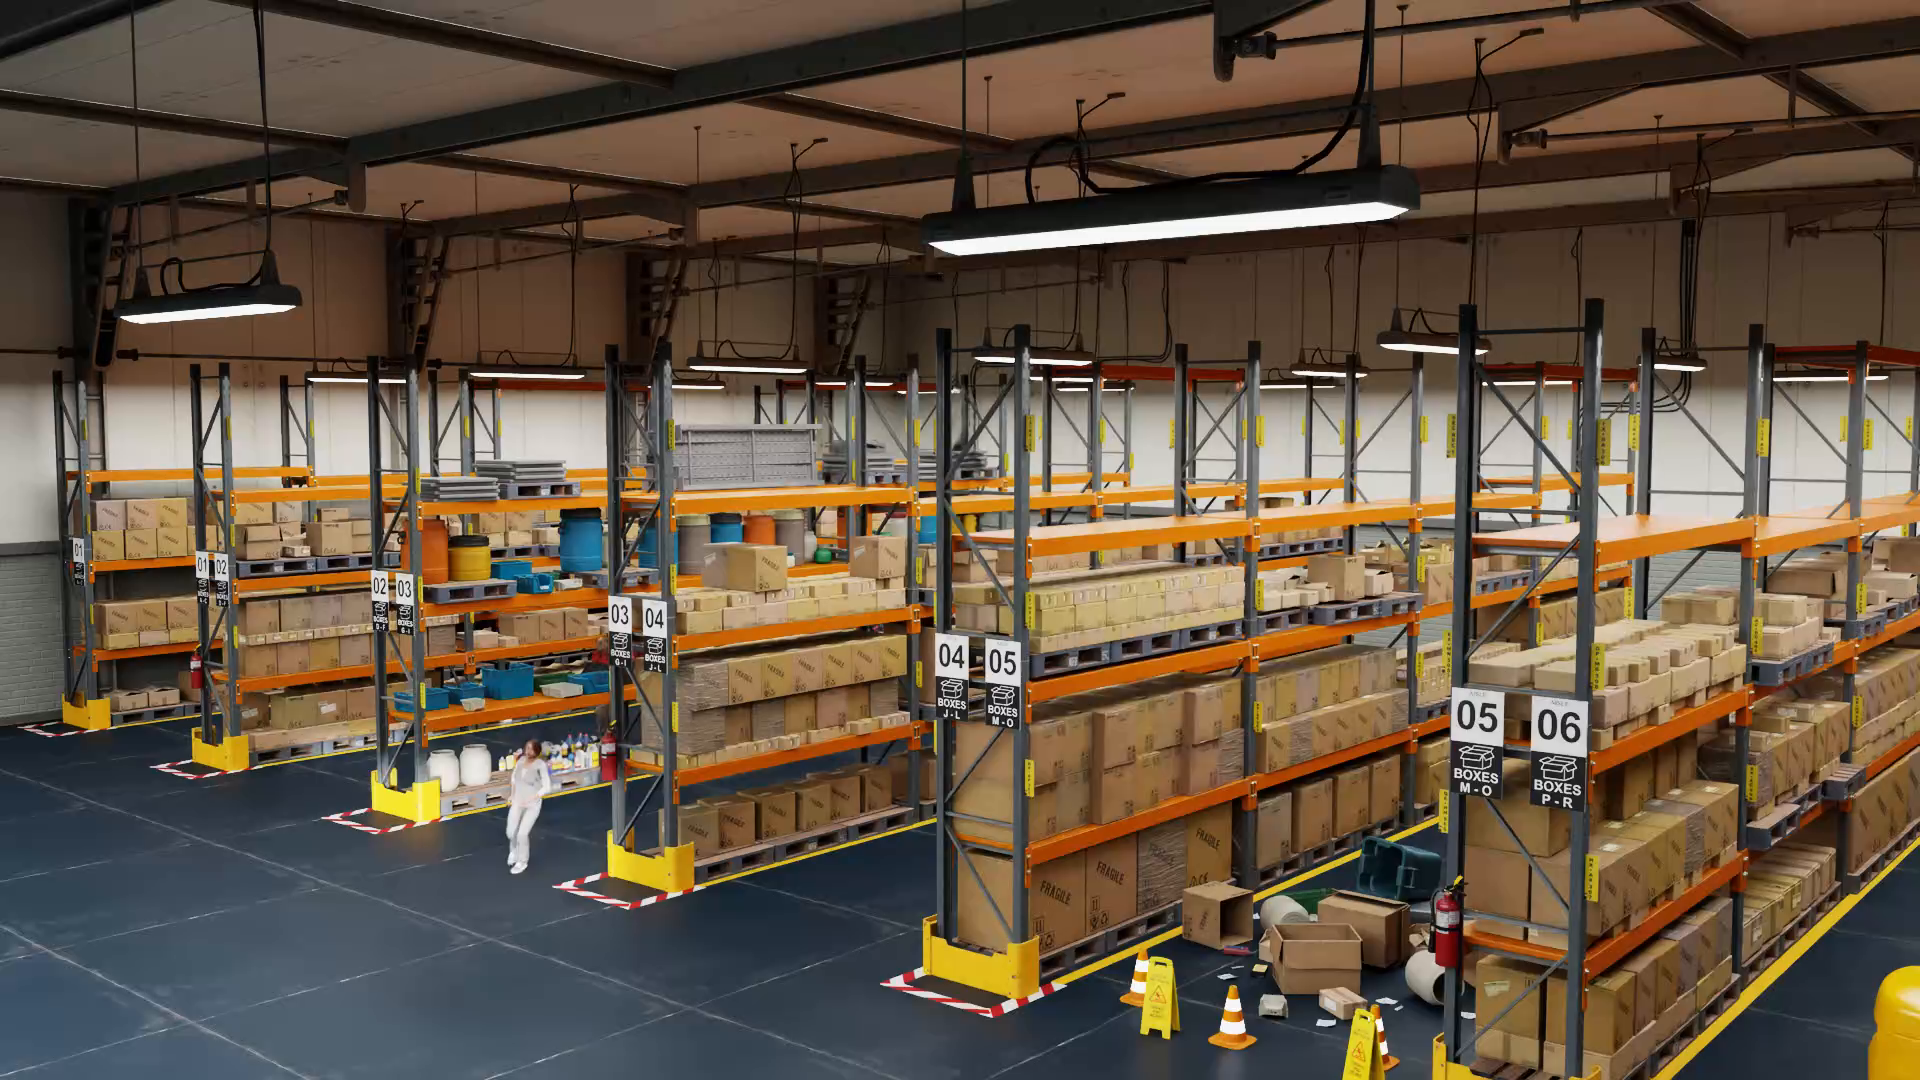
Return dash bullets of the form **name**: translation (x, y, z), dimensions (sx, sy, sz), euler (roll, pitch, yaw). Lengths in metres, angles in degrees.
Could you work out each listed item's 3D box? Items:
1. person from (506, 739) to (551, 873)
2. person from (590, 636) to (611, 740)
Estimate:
- **person**: translation (-4.938, 3.030, 18.925), dimensions (0.575, 1.551, 0.482), euler (1, 4, 9)
- **person**: translation (-5.637, 2.416, 26.430), dimensions (0.640, 1.799, 0.801), euler (3, 5, 38)
